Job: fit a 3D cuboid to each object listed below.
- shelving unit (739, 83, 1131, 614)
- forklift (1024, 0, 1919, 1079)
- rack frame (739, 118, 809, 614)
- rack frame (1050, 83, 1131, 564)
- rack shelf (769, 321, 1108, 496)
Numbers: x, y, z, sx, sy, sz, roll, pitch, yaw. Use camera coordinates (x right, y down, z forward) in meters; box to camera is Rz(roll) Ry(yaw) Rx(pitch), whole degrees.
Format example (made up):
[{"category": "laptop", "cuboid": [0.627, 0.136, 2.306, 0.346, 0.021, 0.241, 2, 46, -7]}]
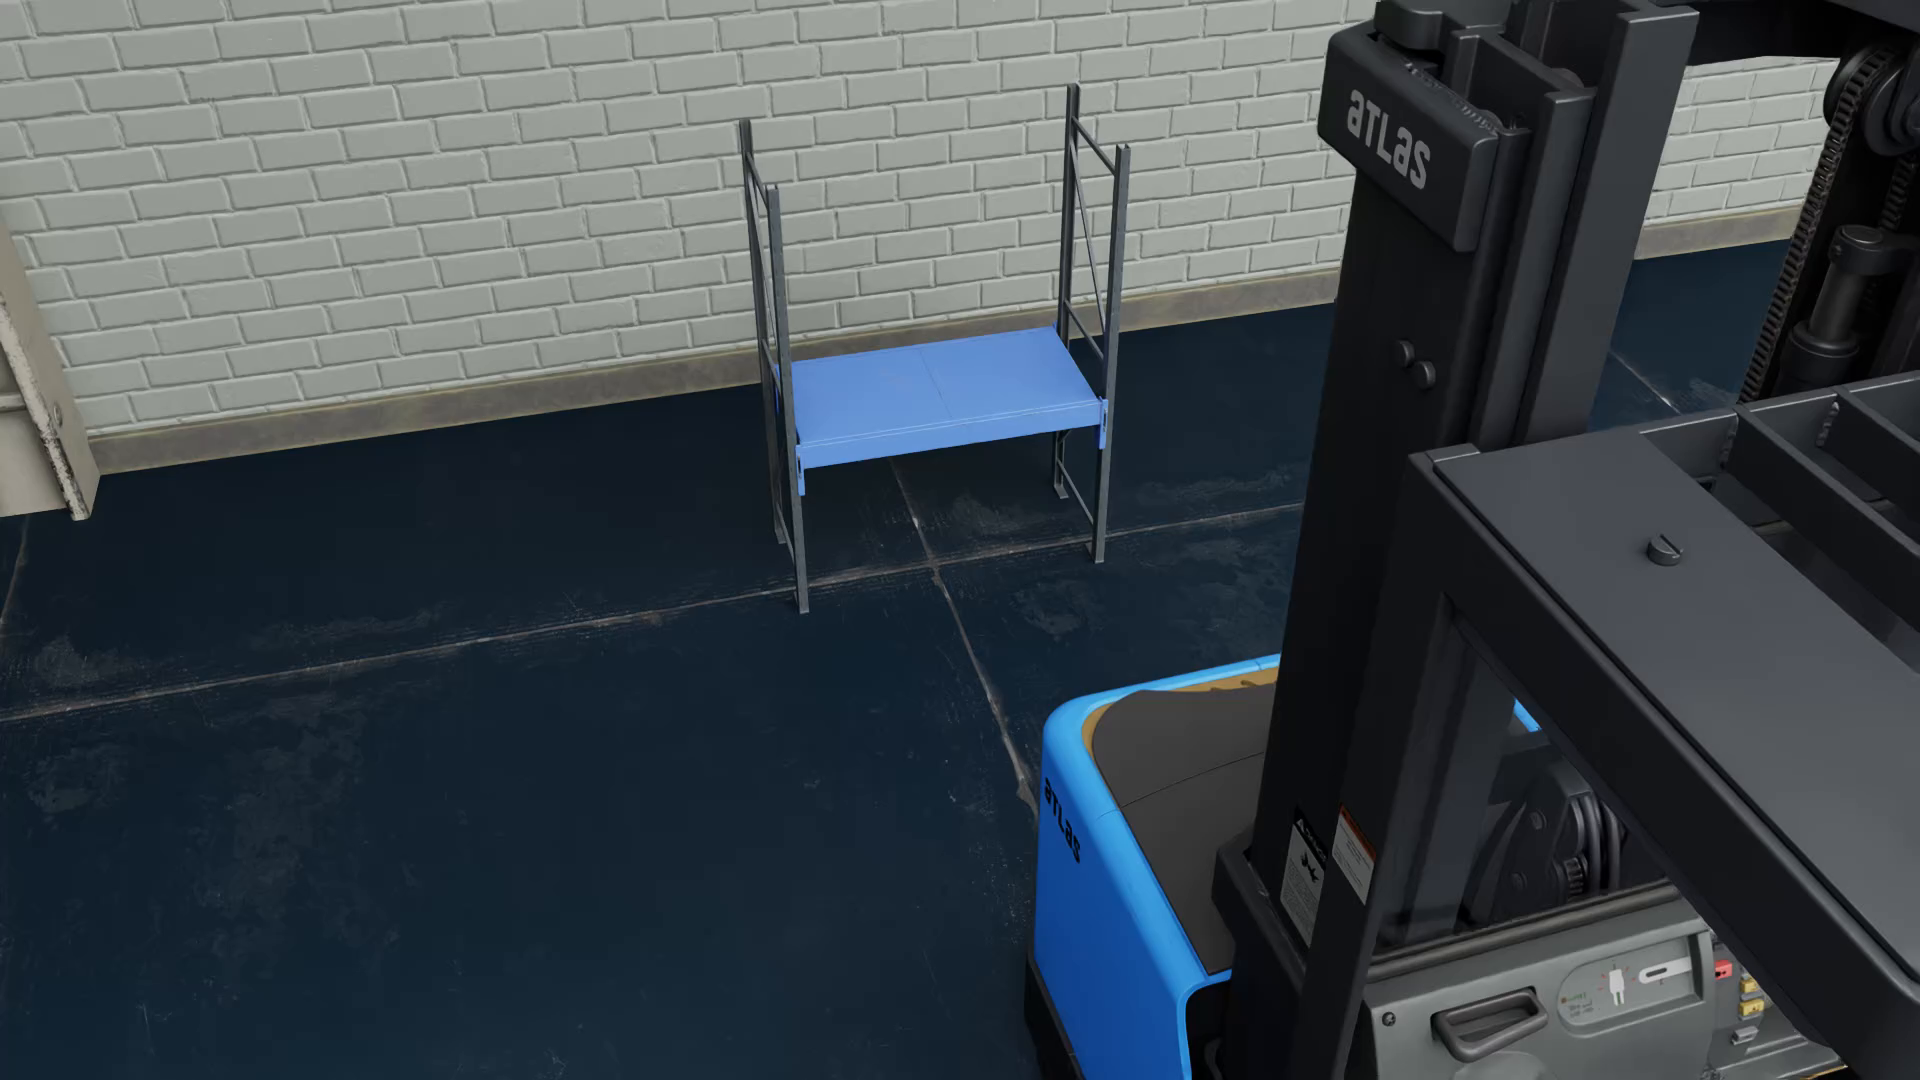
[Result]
[{"category": "shelving unit", "cuboid": [-0.082, -0.582, 5.277, 1.048, 1.500, 0.538, -9, 38, -12]}, {"category": "forklift", "cuboid": [1.085, 0.802, 2.289, 1.130, 2.935, 3.031, -11, 39, -14]}, {"category": "rack frame", "cuboid": [-0.573, -0.502, 5.171, 0.032, 1.500, 0.500, -9, 38, -12]}, {"category": "rack frame", "cuboid": [0.408, -0.663, 5.382, 0.032, 1.500, 0.500, -9, 38, -12]}, {"category": "rack shelf", "cuboid": [-0.082, -0.439, 5.386, 1.000, 0.185, 0.538, -9, 38, -12]}]
